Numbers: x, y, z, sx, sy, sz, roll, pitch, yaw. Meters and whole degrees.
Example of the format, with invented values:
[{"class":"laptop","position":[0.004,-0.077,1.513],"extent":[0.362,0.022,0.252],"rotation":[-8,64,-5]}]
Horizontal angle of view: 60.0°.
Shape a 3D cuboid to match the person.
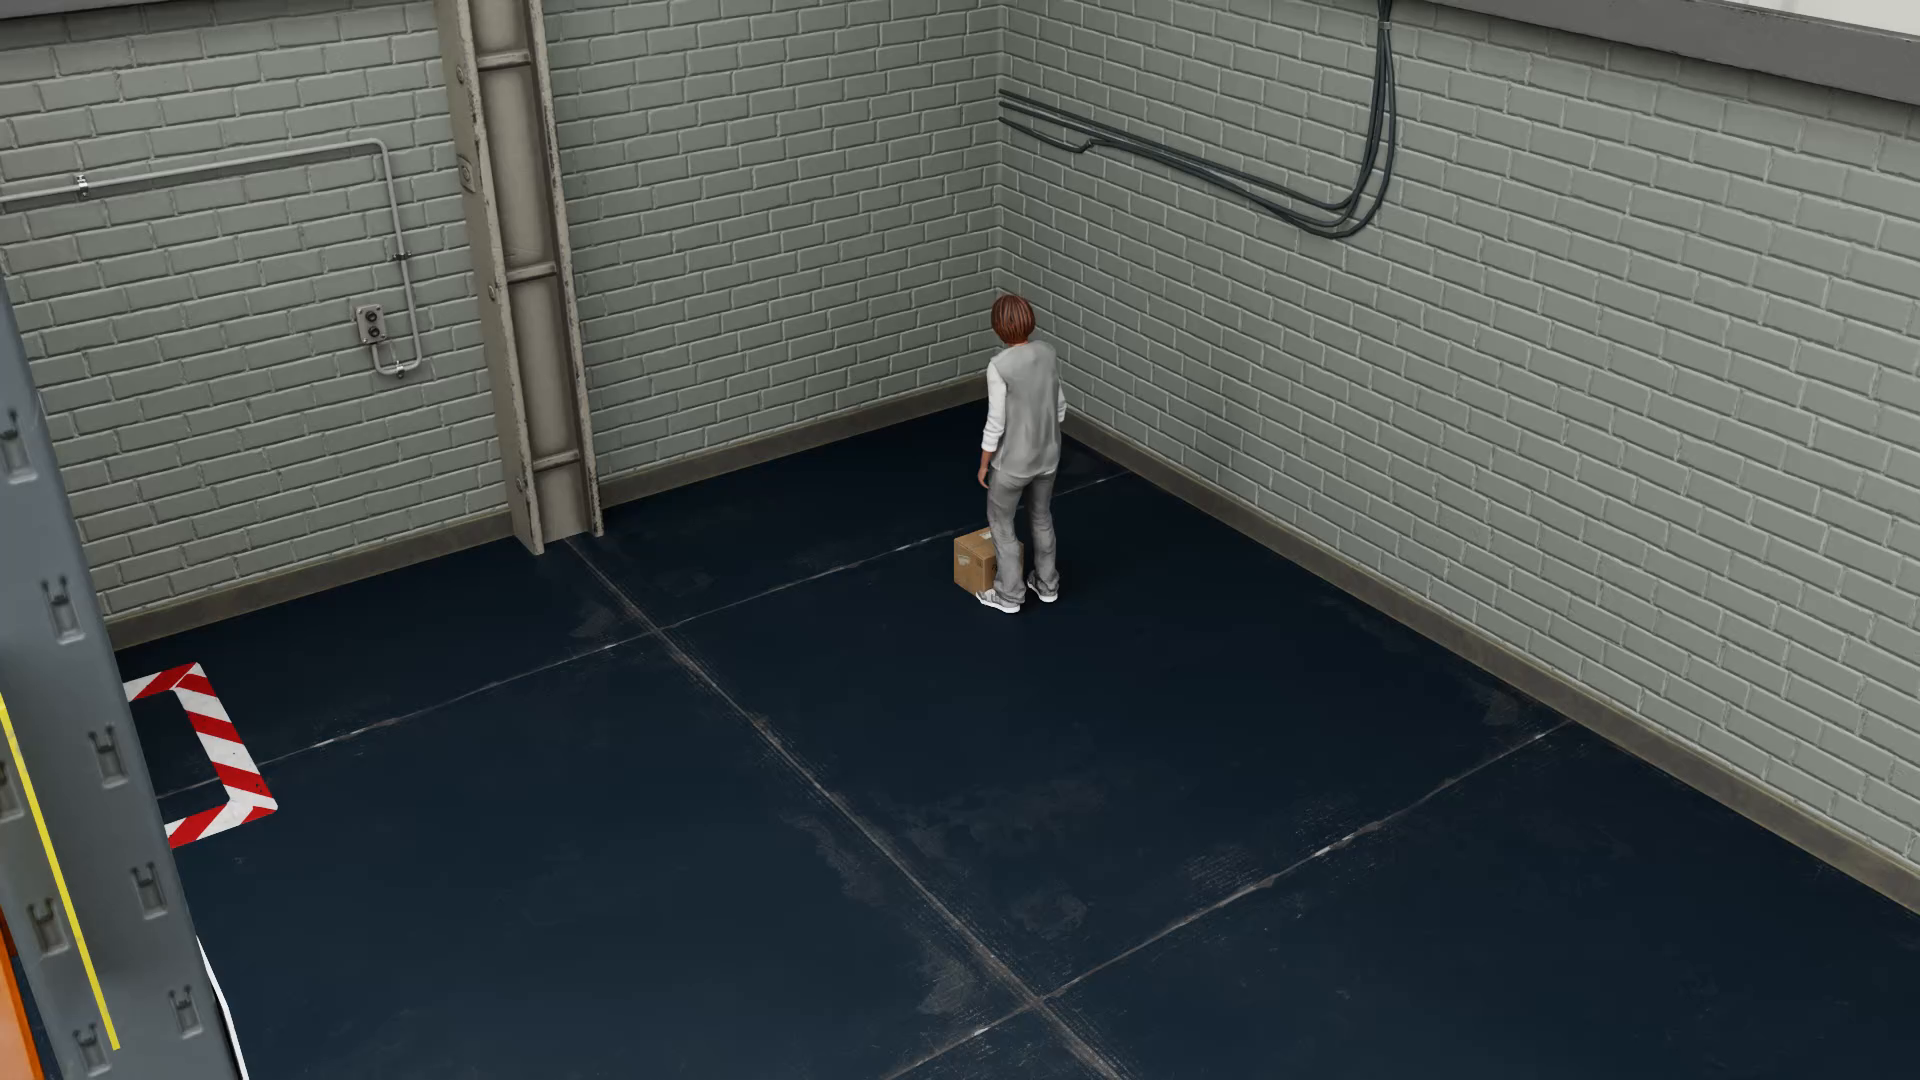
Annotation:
[{"class":"person","position":[0.283,-0.383,7.829],"extent":[0.471,1.591,0.366],"rotation":[-20,34,-31]}]
